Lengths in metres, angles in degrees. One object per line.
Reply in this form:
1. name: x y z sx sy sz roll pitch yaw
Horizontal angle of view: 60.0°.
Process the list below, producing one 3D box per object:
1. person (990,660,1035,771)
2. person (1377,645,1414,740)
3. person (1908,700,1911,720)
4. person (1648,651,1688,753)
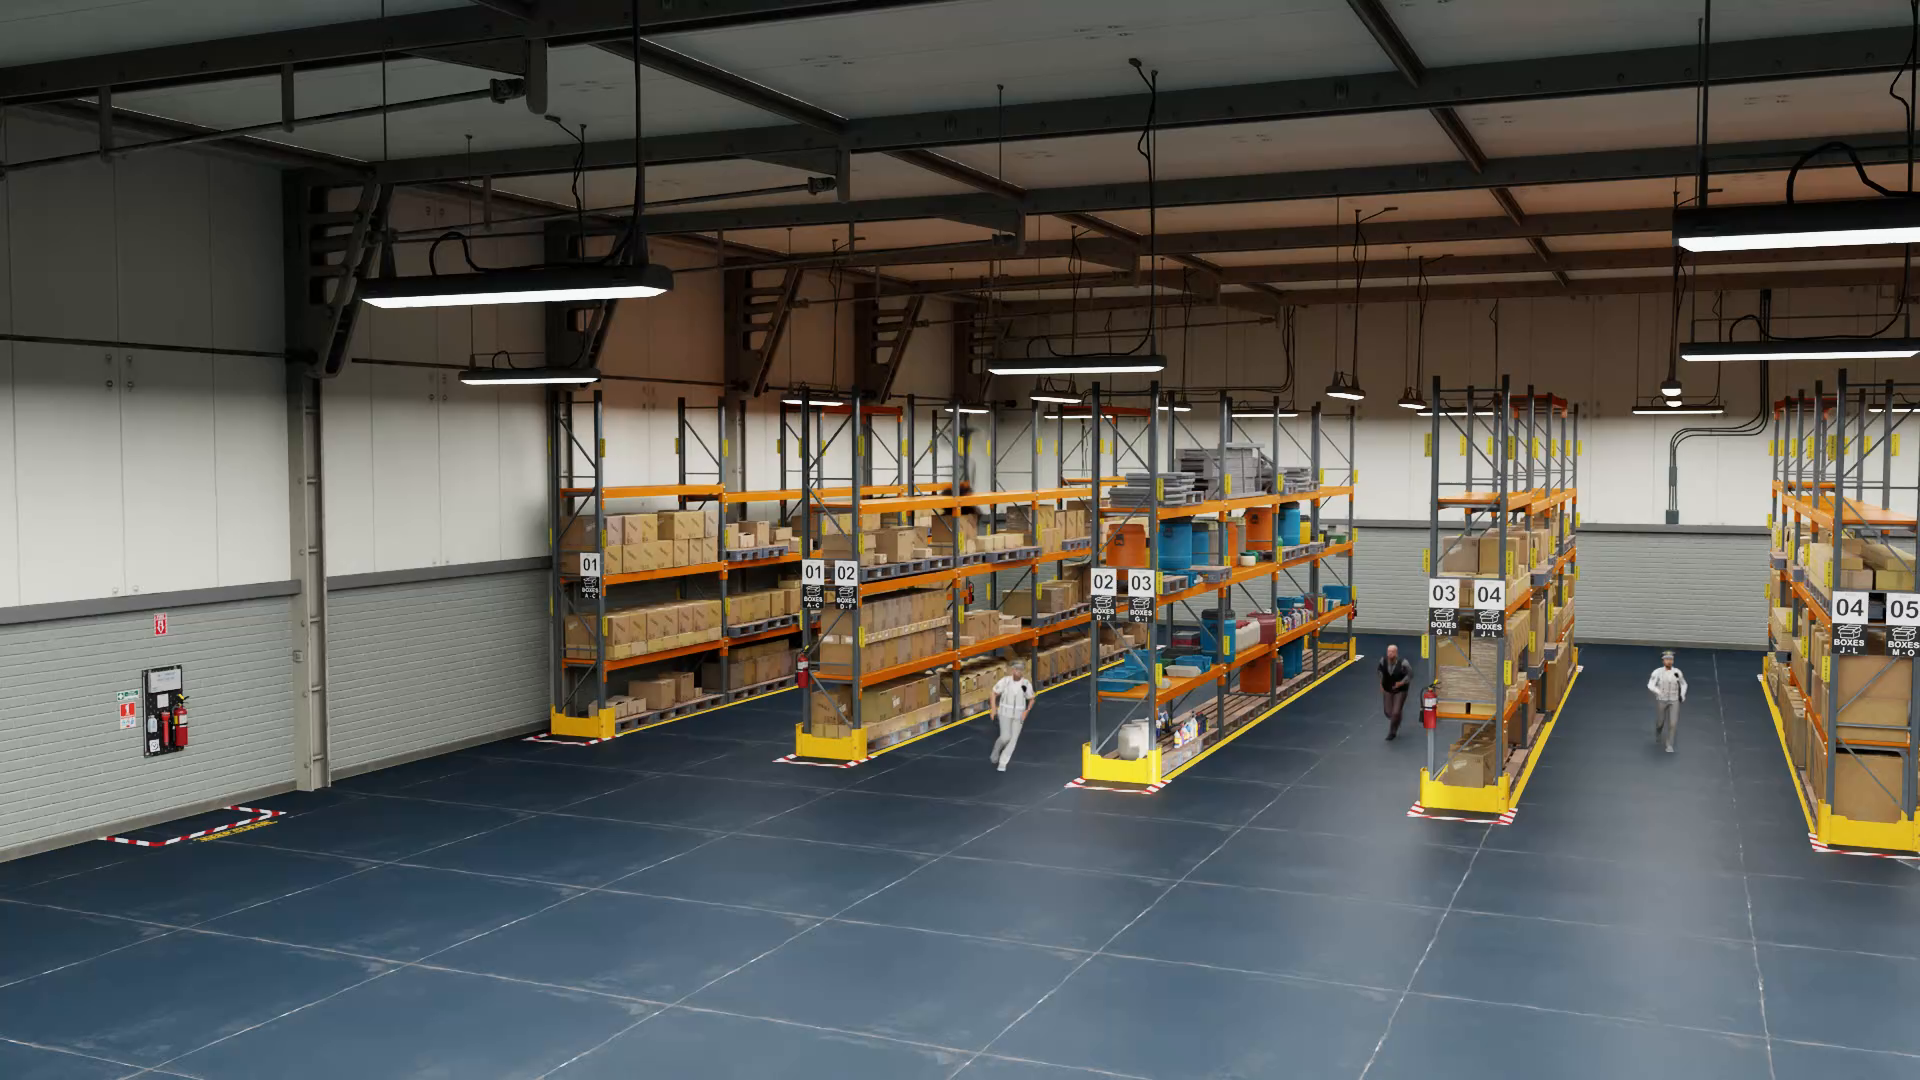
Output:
1. person: 0.835 2.720 25.836 0.701 1.707 0.535 0 3 -8
2. person: 7.496 2.616 28.625 0.653 1.658 0.749 2 4 27
3. person: 17.379 2.432 30.675 0.675 1.727 0.764 1 3 22
4. person: 11.700 2.655 27.479 0.625 1.649 0.724 1 3 14
